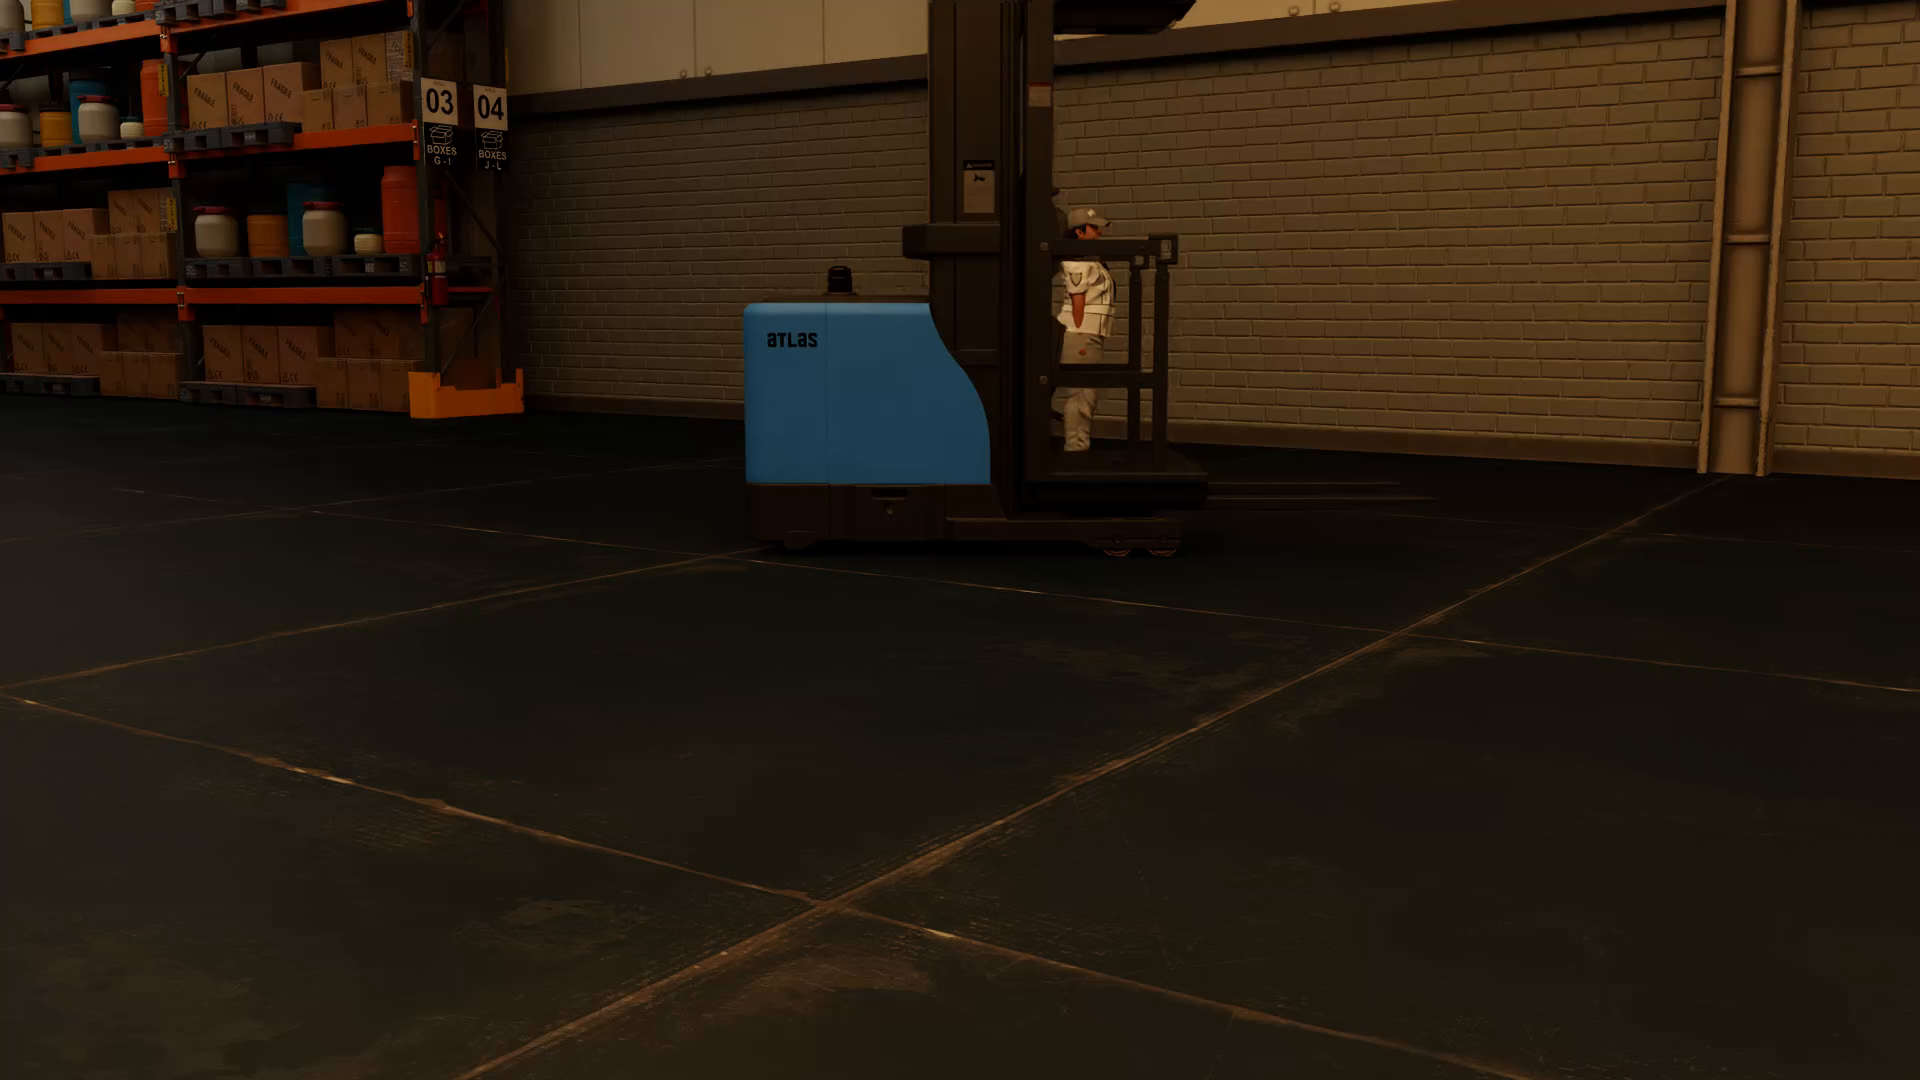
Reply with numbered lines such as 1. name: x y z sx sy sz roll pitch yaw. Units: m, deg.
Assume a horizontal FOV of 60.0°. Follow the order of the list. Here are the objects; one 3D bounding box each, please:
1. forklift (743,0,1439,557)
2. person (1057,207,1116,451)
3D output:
1. forklift: 0.579 -1.453 7.412 3.031 2.935 1.130 0 8 0
2. person: 0.782 -1.242 10.451 0.395 1.668 0.487 1 8 5
